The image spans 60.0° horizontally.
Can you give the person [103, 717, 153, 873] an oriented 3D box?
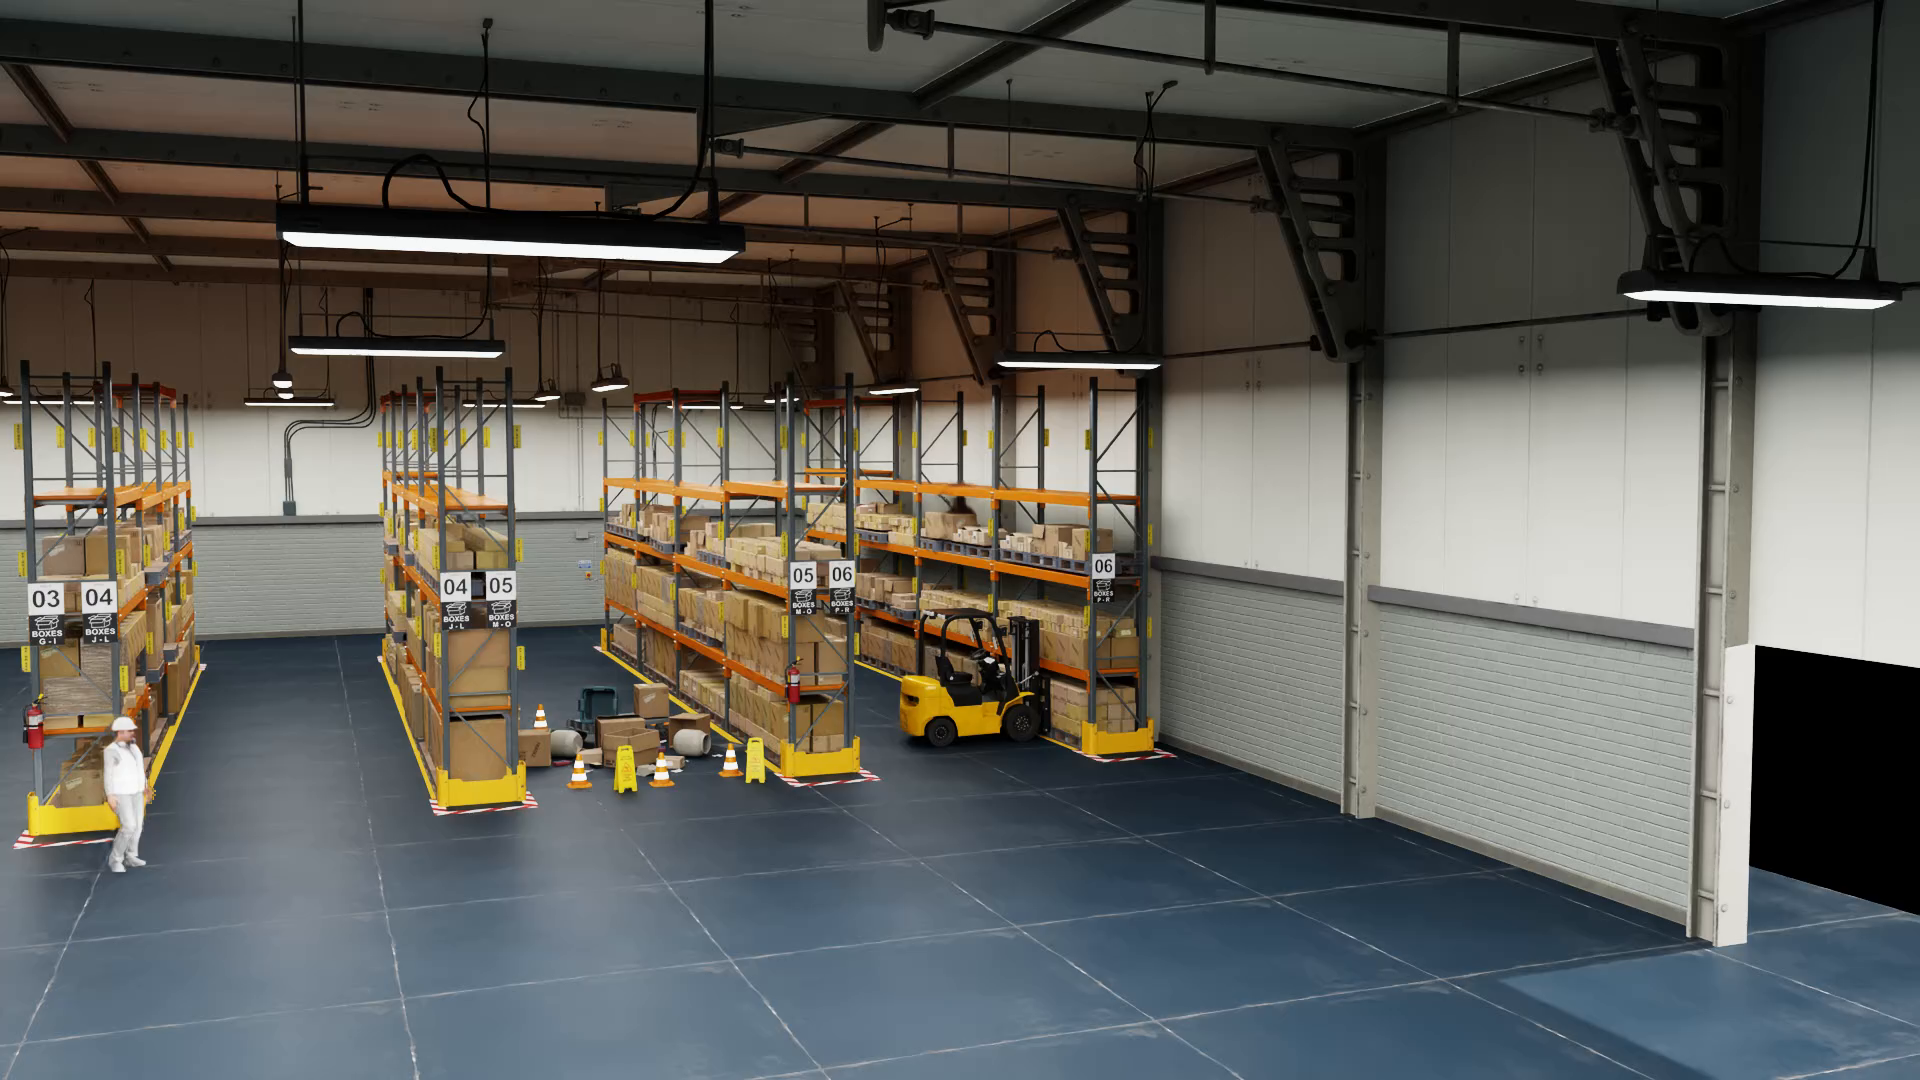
[{"bbox_3d":[-9.751,2.982,19.488,0.408,1.825,0.580,1,3,11],"label":"person"}]
